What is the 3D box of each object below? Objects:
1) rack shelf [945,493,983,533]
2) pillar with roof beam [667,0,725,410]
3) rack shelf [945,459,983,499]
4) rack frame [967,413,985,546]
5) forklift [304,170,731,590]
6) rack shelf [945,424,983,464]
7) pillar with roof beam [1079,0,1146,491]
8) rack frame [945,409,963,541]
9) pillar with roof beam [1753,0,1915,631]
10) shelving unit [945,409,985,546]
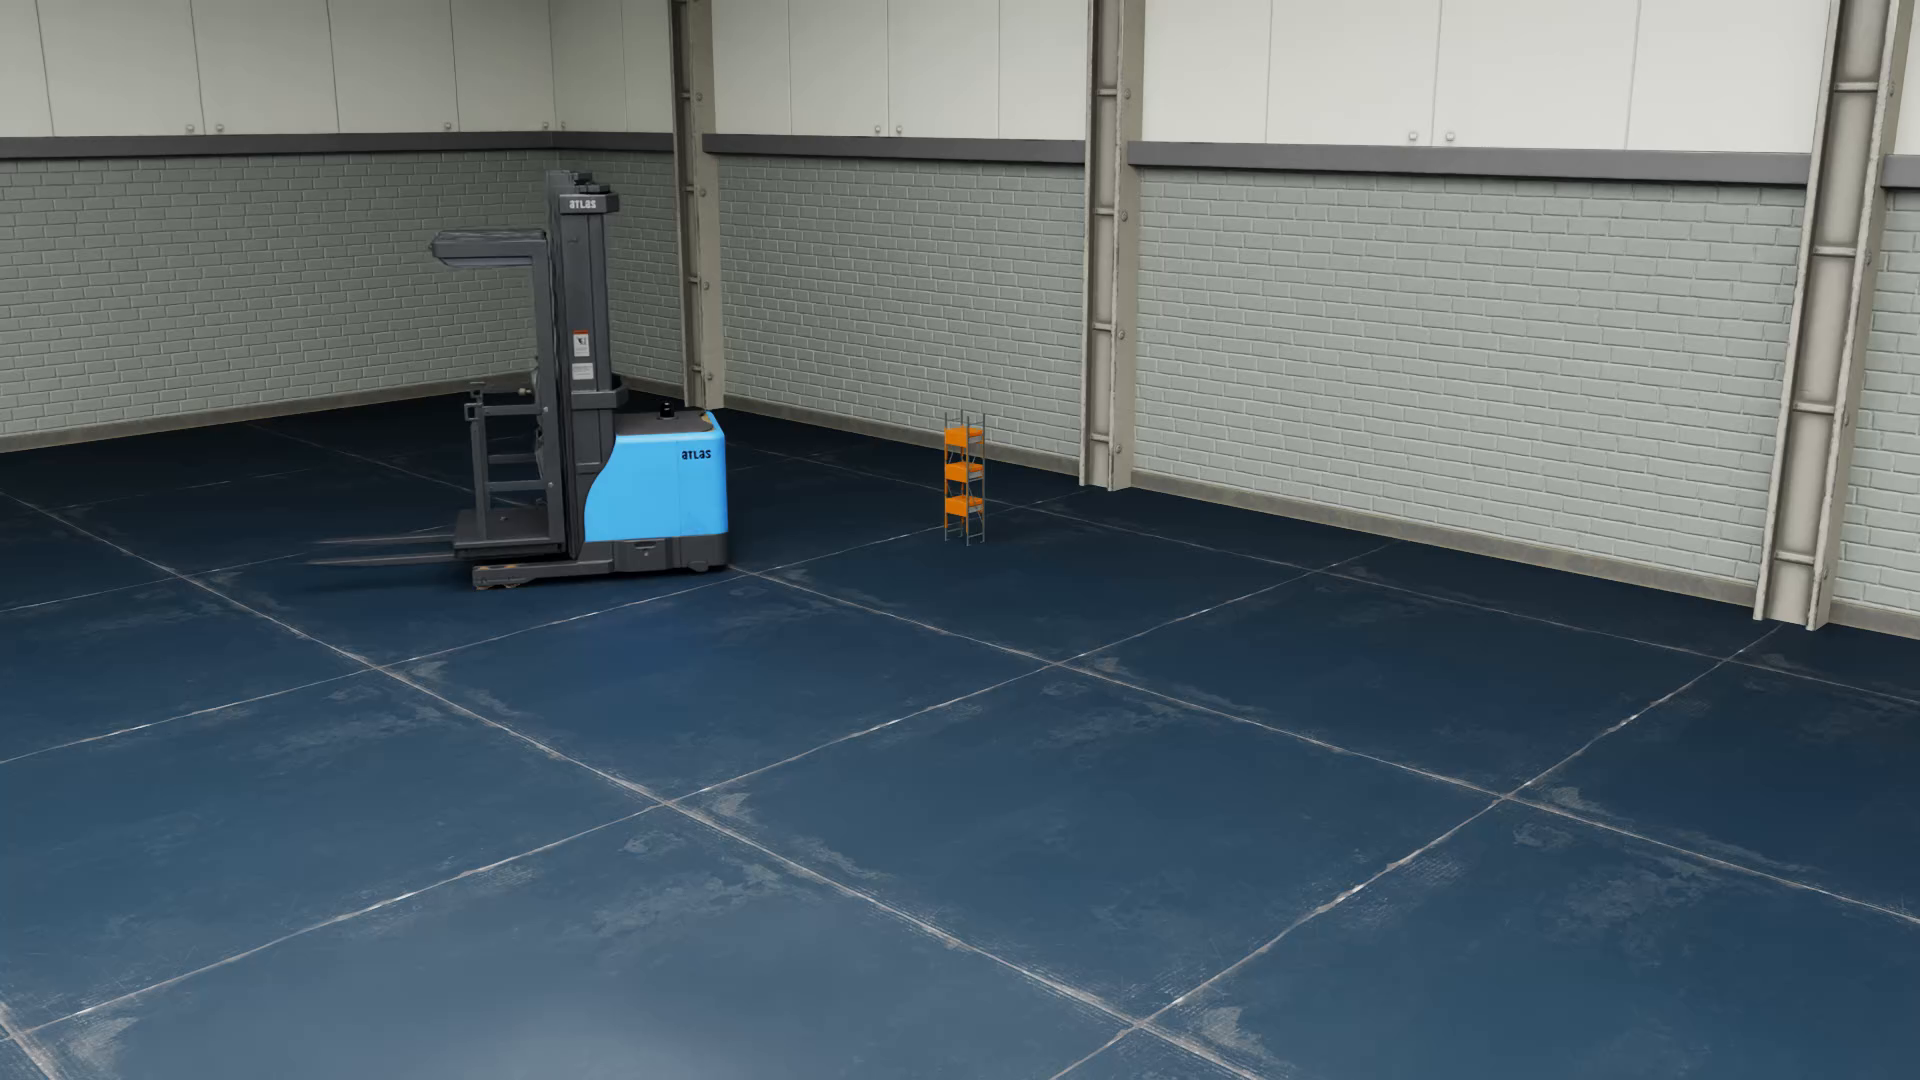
[{"bbox_3d":[0.039,-0.219,13.336,0.240,0.259,0.215,14,20,42],"label":"rack shelf"},{"bbox_3d":[-5.960,-5.128,15.267,0.400,9.000,9.100,14,20,42],"label":"pillar with roof beam"},{"bbox_3d":[0.039,-0.488,13.266,0.240,0.259,0.215,14,20,42],"label":"rack shelf"},{"bbox_3d":[0.126,-0.477,13.182,0.008,1.050,0.200,14,20,42],"label":"rack frame"},{"bbox_3d":[-3.298,-1.204,12.241,3.031,2.935,1.130,-4,15,-13],"label":"forklift"},{"bbox_3d":[0.039,-0.763,13.195,0.240,0.259,0.215,14,20,42],"label":"rack shelf"},{"bbox_3d":[-1.641,-4.078,11.237,0.400,9.000,9.100,14,20,42],"label":"pillar with roof beam"},{"bbox_3d":[-0.049,-0.520,13.346,0.008,1.050,0.200,14,20,42],"label":"rack frame"},{"bbox_3d":[2.679,-3.028,7.207,0.400,9.000,9.100,14,20,42],"label":"pillar with roof beam"},{"bbox_3d":[0.039,-0.499,13.264,0.252,1.050,0.215,14,20,42],"label":"shelving unit"}]
